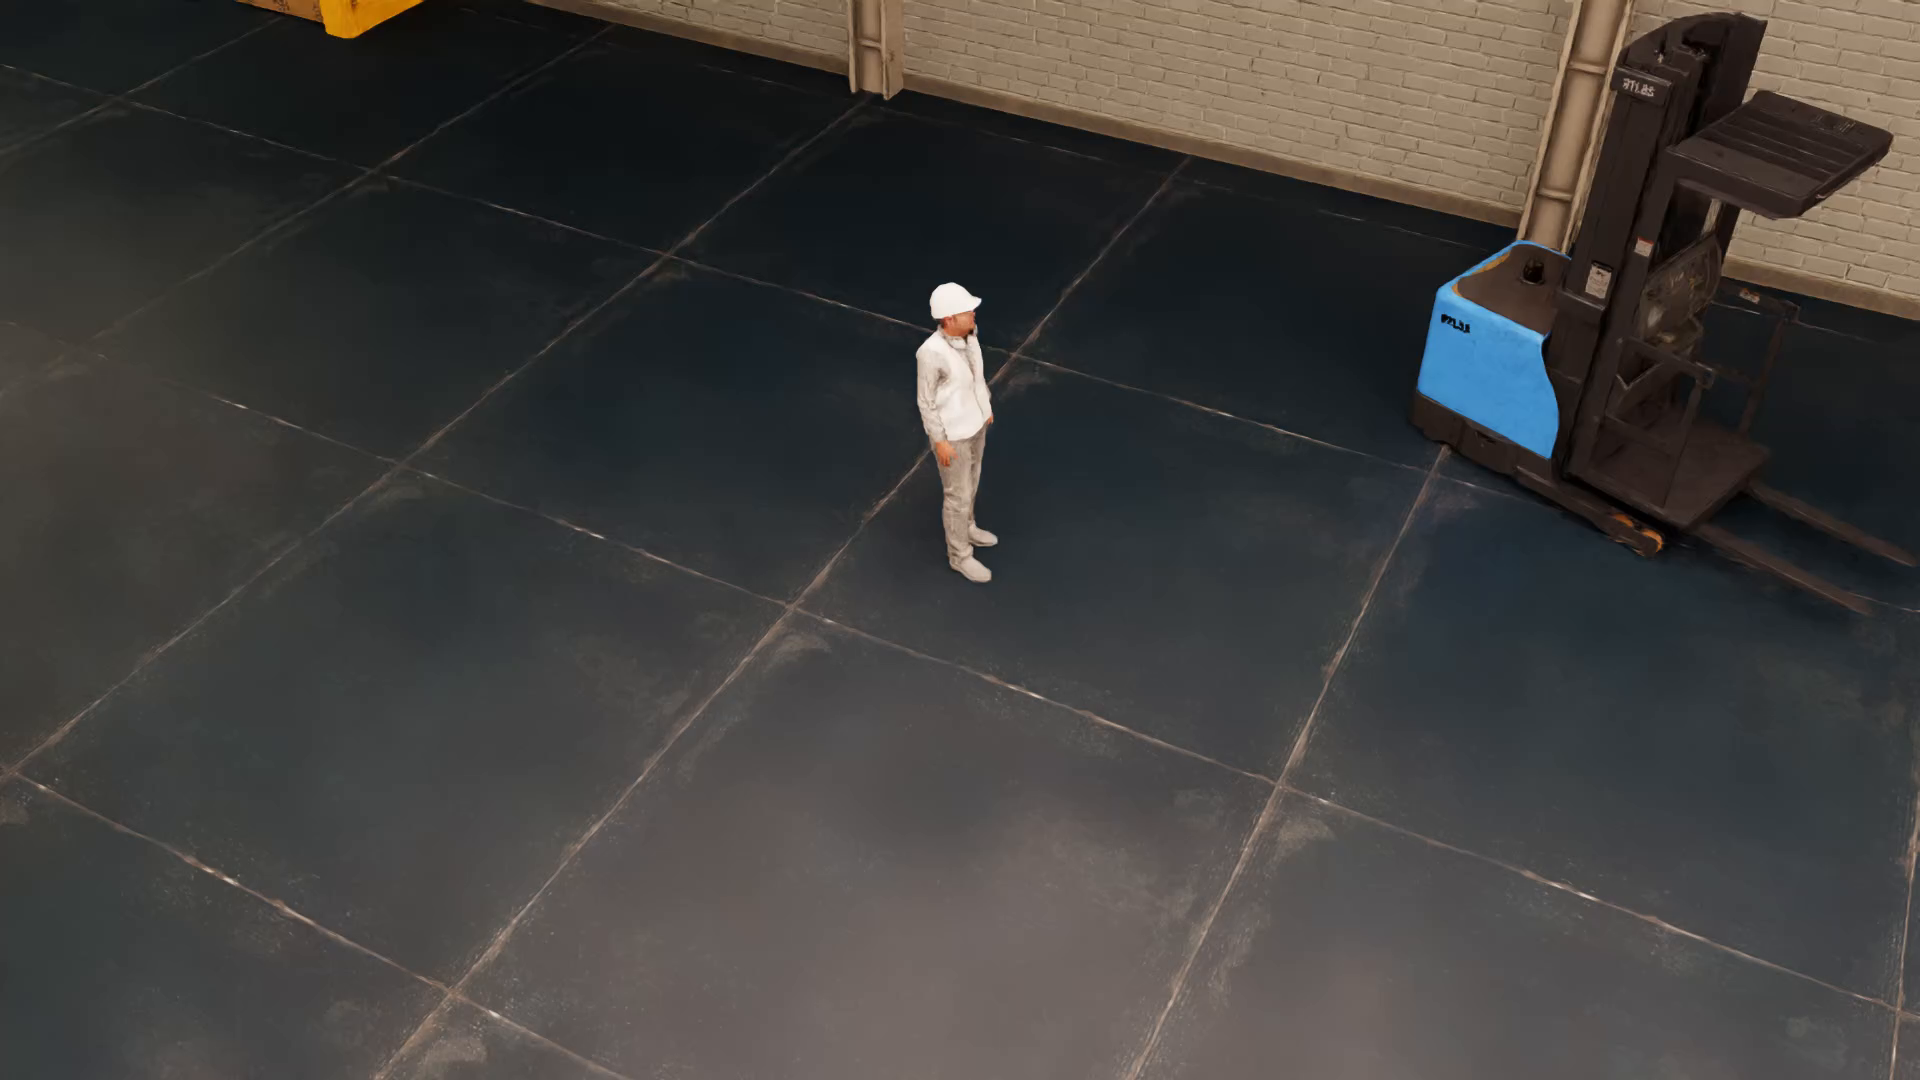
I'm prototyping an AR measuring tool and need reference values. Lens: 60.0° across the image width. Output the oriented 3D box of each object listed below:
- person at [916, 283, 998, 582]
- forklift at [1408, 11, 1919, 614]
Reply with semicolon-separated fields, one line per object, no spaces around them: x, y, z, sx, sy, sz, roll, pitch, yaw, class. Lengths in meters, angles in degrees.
0.052;-0.661;9.658;0.567;1.773;0.631;18;43;21;person
4.361;-1.394;9.641;1.130;2.935;3.031;-31;49;-31;forklift
